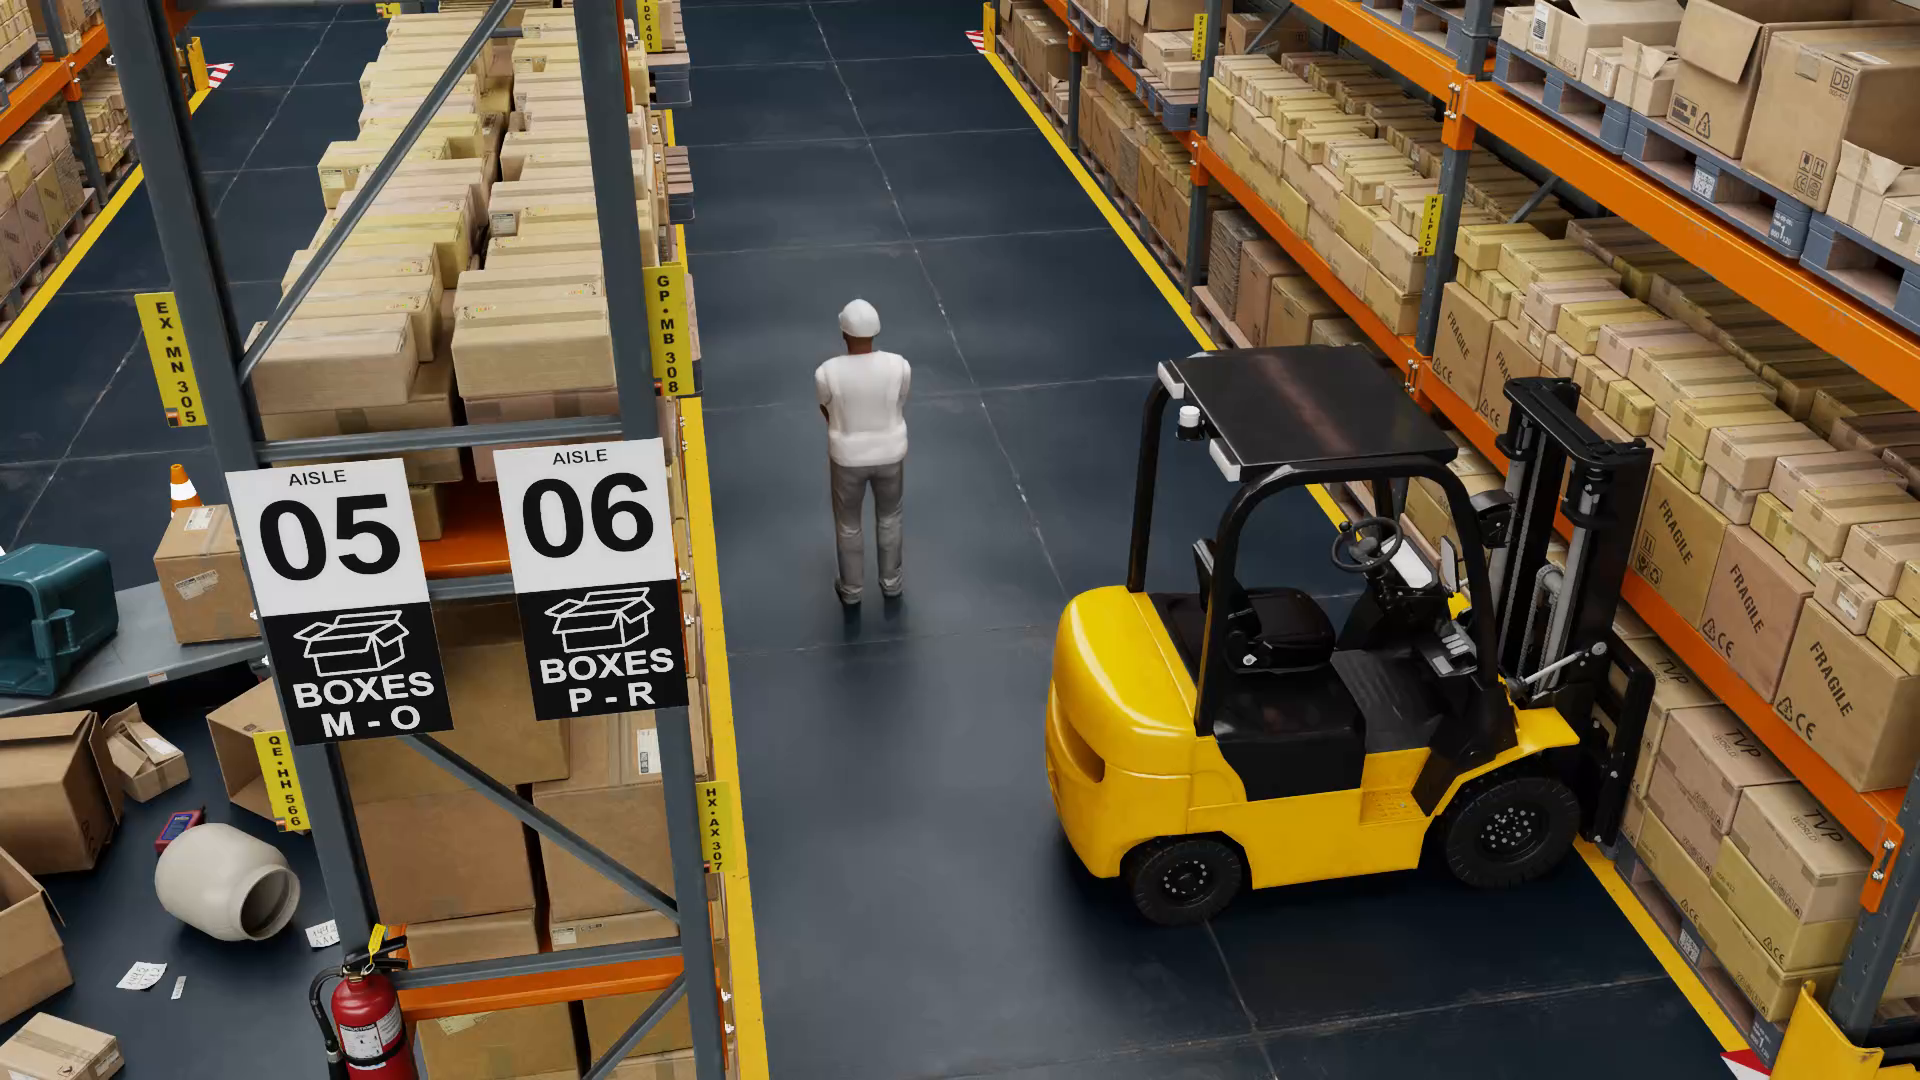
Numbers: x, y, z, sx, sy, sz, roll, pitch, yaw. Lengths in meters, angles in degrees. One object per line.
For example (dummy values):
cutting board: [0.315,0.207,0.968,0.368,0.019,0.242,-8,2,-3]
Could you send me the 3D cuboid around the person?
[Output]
person: [-0.527,-0.509,8.979,0.505,1.763,0.558,-6,31,-9]
